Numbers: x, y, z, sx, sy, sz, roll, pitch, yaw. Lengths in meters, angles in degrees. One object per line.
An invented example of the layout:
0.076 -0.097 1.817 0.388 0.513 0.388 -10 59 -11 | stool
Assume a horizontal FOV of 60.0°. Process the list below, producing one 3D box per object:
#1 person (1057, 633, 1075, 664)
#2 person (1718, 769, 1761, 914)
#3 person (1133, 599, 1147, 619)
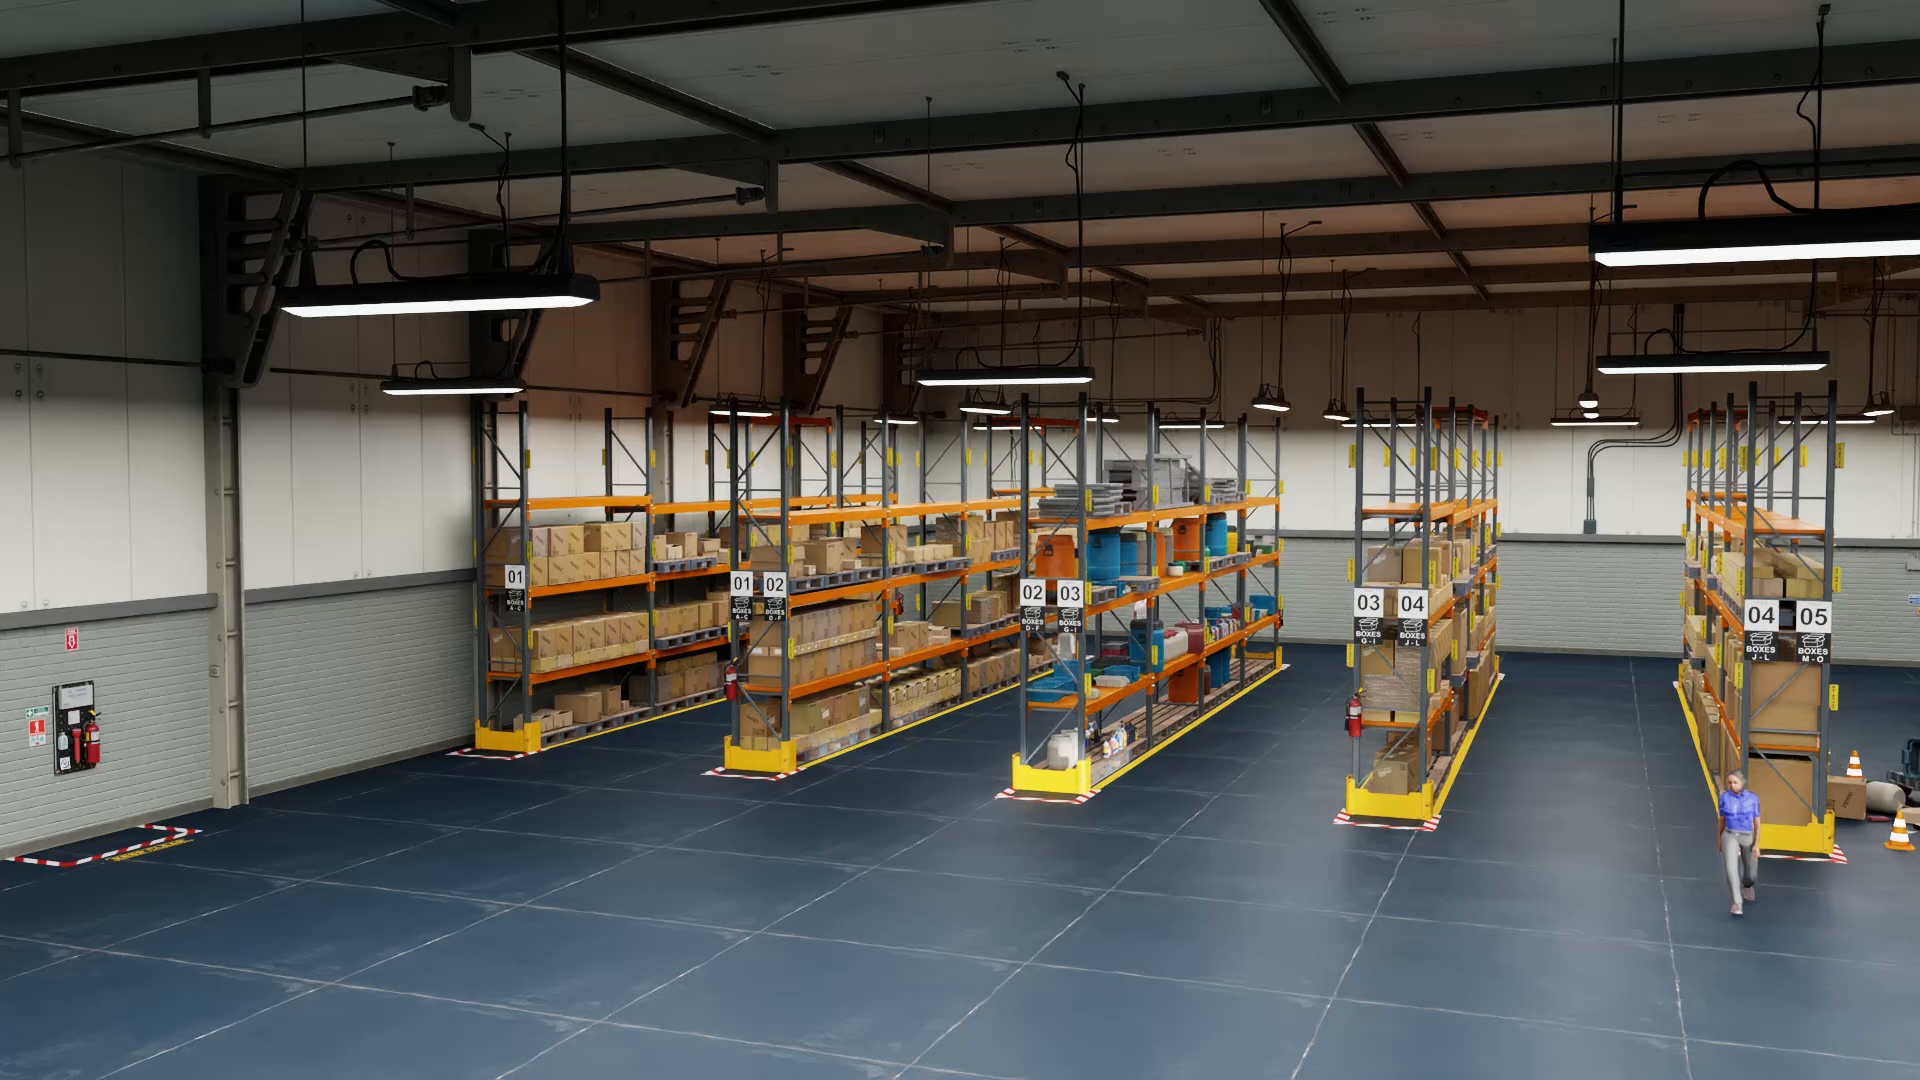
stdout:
2.203 2.515 34.750 0.438 1.596 0.441 1 3 28 | person
8.681 3.318 18.527 0.434 1.531 0.960 1 3 25 | person
4.728 2.081 42.889 0.471 1.624 1.045 1 3 21 | person
